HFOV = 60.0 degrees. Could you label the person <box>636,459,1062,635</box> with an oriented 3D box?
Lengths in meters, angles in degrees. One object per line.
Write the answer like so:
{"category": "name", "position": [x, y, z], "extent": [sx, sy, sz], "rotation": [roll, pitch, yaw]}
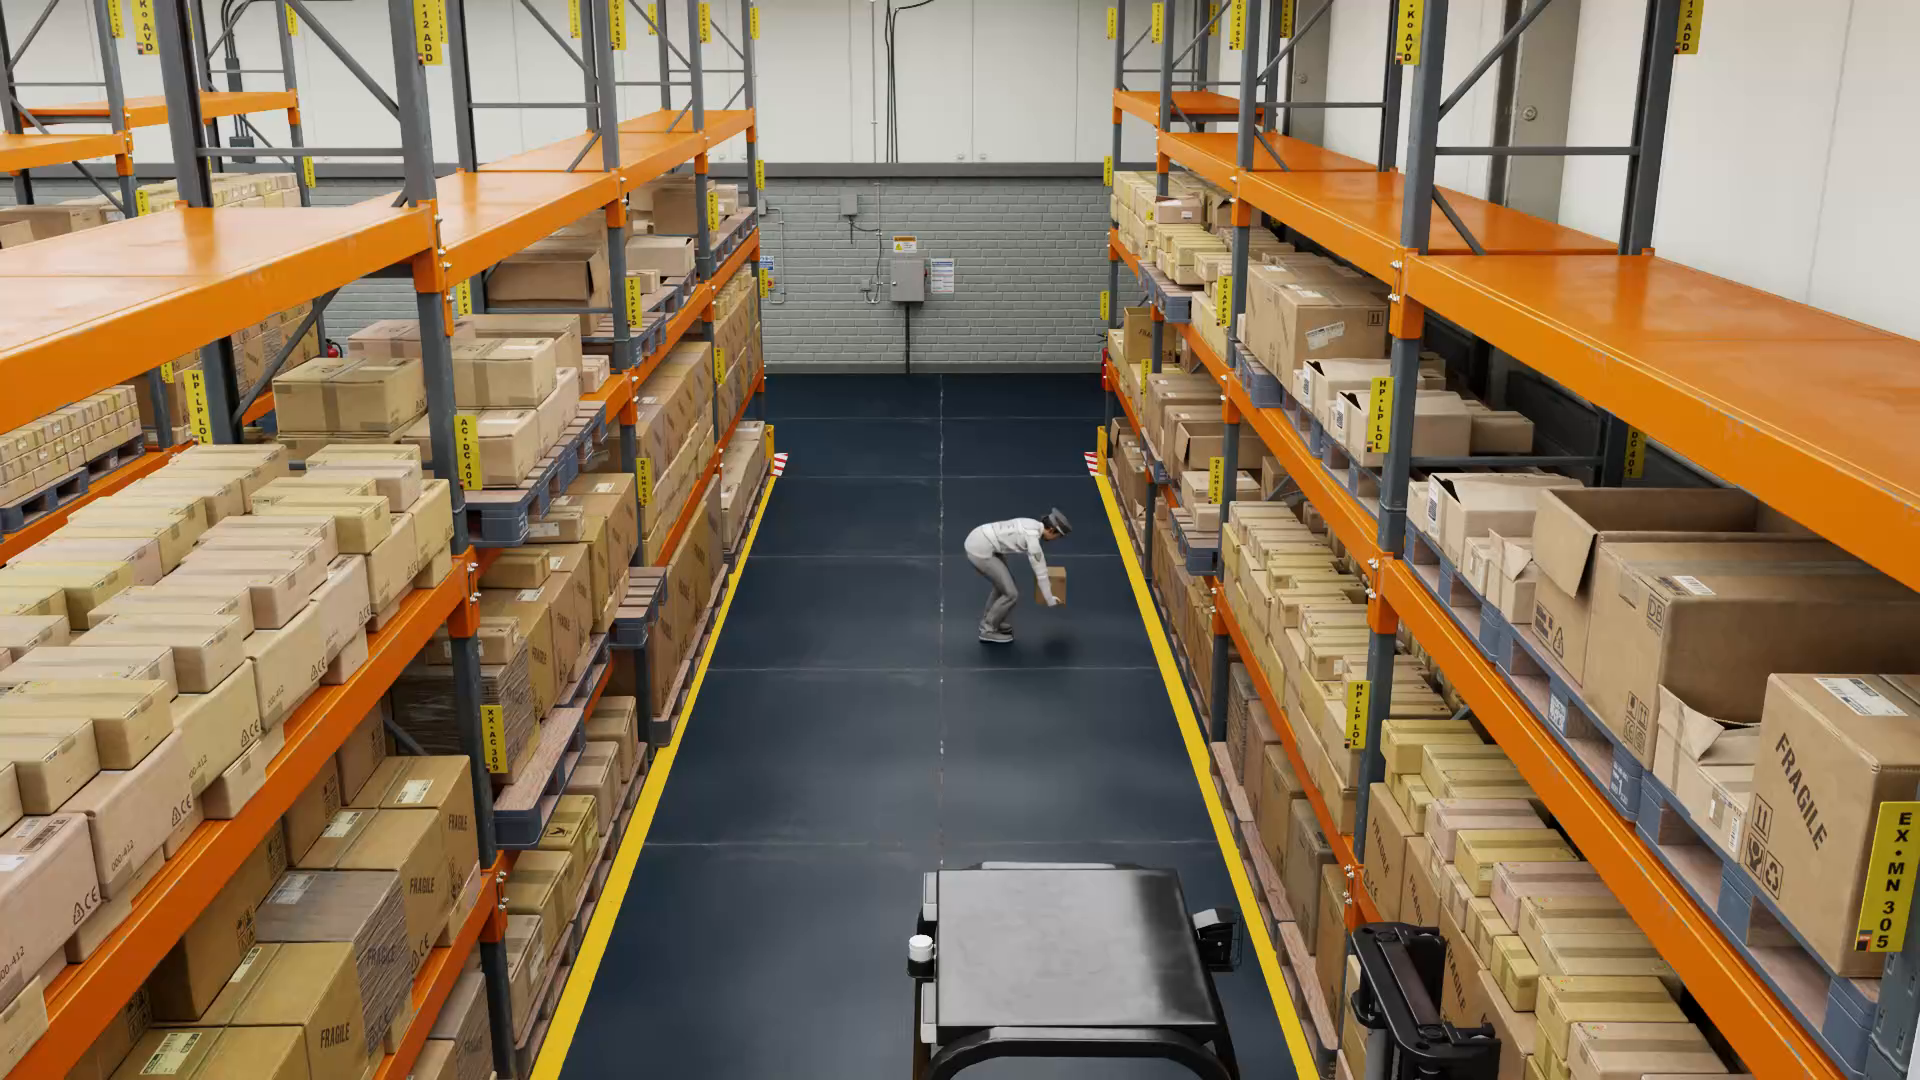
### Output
{"category": "person", "position": [-2.685, 0.543, 11.402], "extent": [7.482, 2.202, 5.277], "rotation": [-1, 17, -3]}
